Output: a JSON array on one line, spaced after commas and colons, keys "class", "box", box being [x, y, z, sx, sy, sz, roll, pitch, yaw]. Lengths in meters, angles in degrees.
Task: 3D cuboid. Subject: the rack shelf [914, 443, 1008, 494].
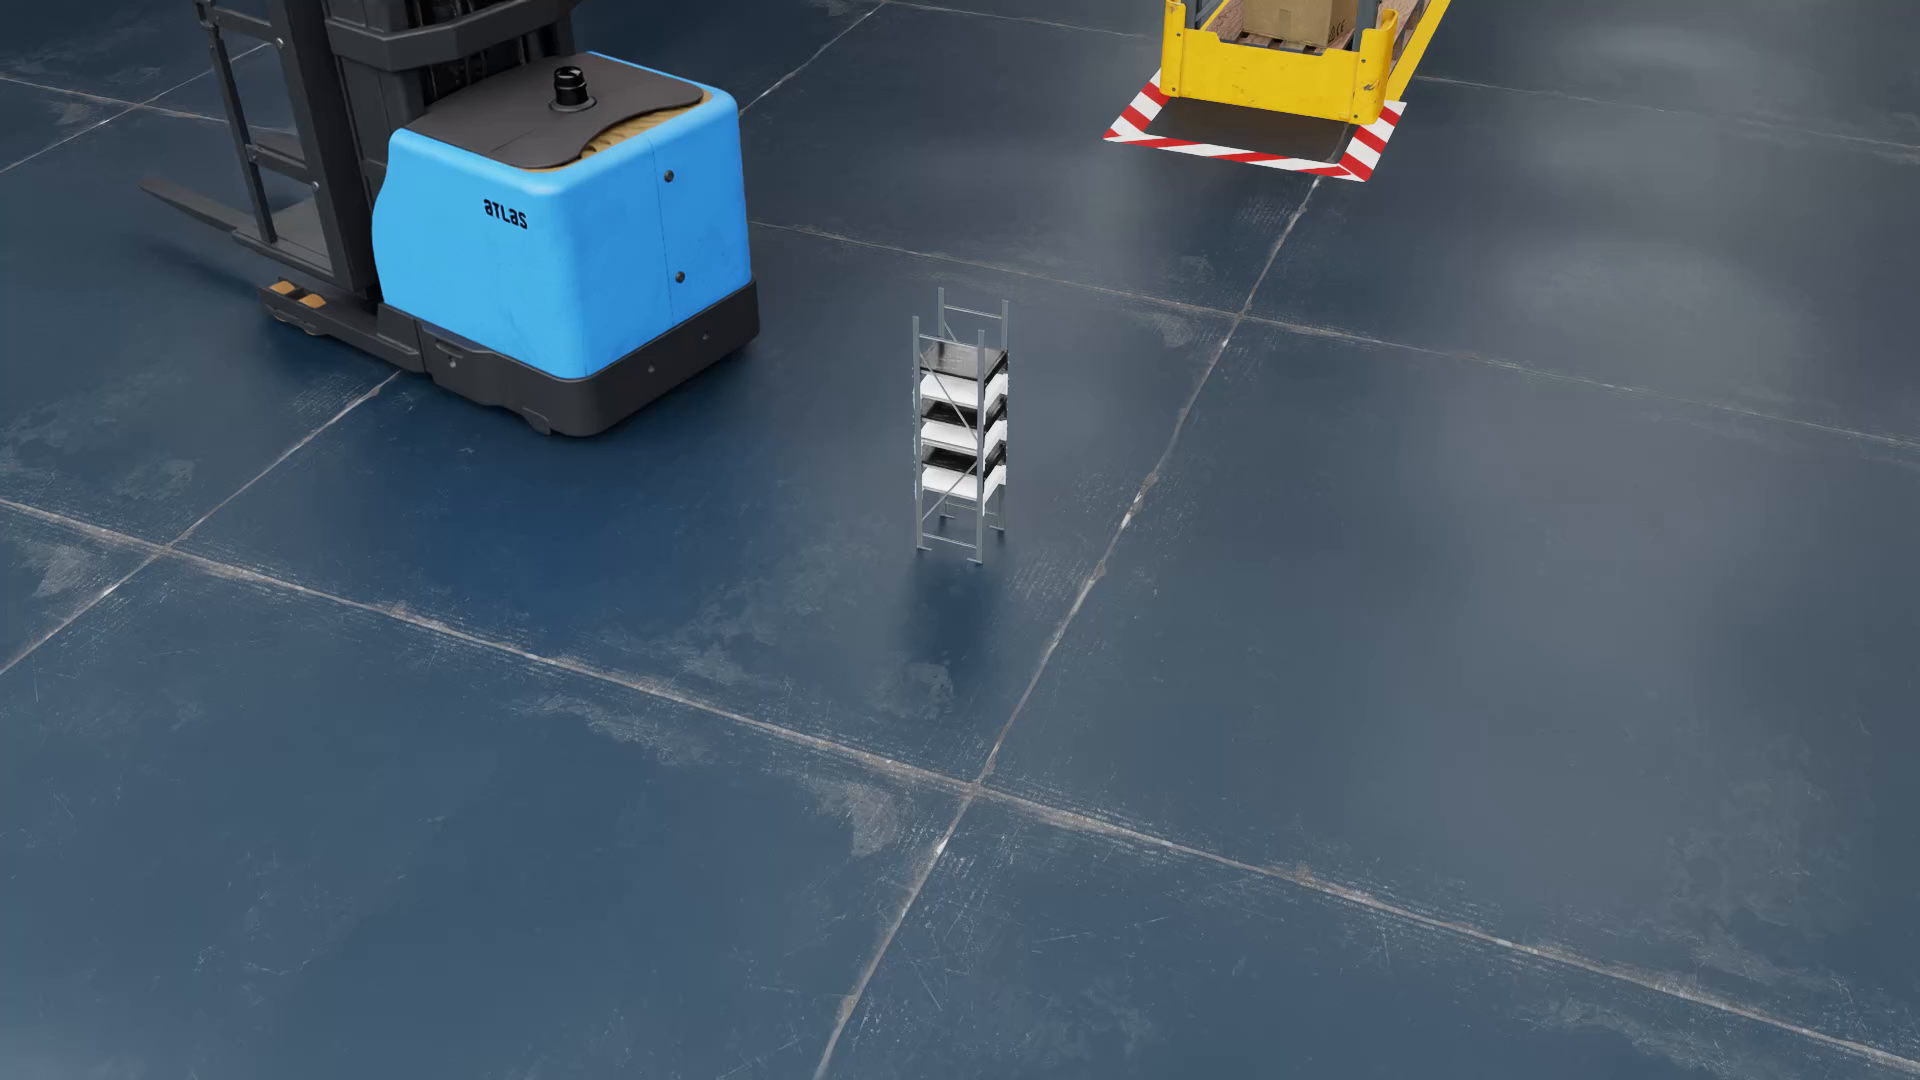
[{"class": "rack shelf", "box": [0.003, -0.266, 5.560, 0.258, 0.077, 0.200, 14, 39, 18]}]

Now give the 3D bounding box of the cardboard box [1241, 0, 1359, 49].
[{"class": "cardboard box", "box": [1.888, -3.037, 9.045, 0.500, 0.500, 0.500, 21, 42, 26]}]

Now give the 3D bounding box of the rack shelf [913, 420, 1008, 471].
[{"class": "rack shelf", "box": [0.003, -0.338, 5.507, 0.258, 0.077, 0.200, 14, 39, 18]}]

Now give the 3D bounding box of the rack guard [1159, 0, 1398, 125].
[{"class": "rack guard", "box": [1.664, -2.569, 8.770, 1.175, 0.500, 0.348, 14, 39, 18]}]

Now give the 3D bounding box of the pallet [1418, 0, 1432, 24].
[{"class": "pallet", "box": [2.472, -3.569, 10.348, 1.003, 0.211, 1.213, 14, 39, 18]}]

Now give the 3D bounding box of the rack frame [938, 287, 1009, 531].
[{"class": "rack frame", "box": [0.042, -0.421, 5.562, 0.240, 0.900, 0.006, 14, 39, 18]}]

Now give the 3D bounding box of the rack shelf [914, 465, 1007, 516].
[{"class": "rack shelf", "box": [0.003, -0.194, 5.614, 0.258, 0.077, 0.200, 14, 39, 18]}]

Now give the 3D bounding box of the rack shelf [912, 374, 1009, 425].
[{"class": "rack shelf", "box": [0.003, -0.482, 5.399, 0.258, 0.077, 0.200, 14, 39, 18]}]

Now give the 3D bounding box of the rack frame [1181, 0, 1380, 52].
[{"class": "rack frame", "box": [1.635, -3.529, 7.965, 1.000, 3.000, 0.127, 14, 39, 18]}]

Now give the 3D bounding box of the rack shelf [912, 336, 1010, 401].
[{"class": "rack shelf", "box": [0.003, -0.555, 5.345, 0.258, 0.077, 0.200, 14, 39, 18]}]

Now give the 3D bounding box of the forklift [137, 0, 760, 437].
[{"class": "forklift", "box": [-2.310, -2.254, 6.317, 3.031, 2.935, 1.130, 23, 43, 28]}]

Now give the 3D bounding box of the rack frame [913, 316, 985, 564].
[{"class": "rack frame", "box": [-0.036, -0.309, 5.411, 0.240, 0.900, 0.006, 14, 39, 18]}]

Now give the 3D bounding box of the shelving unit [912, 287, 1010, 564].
[{"class": "shelving unit", "box": [0.003, -0.365, 5.487, 0.258, 0.900, 0.210, 14, 39, 18]}]

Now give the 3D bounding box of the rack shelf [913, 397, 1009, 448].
[{"class": "rack shelf", "box": [0.003, -0.410, 5.453, 0.258, 0.077, 0.200, 14, 39, 18]}]

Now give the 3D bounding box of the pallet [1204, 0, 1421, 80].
[{"class": "pallet", "box": [2.006, -2.895, 9.448, 1.003, 0.211, 1.213, 14, 39, 18]}]
